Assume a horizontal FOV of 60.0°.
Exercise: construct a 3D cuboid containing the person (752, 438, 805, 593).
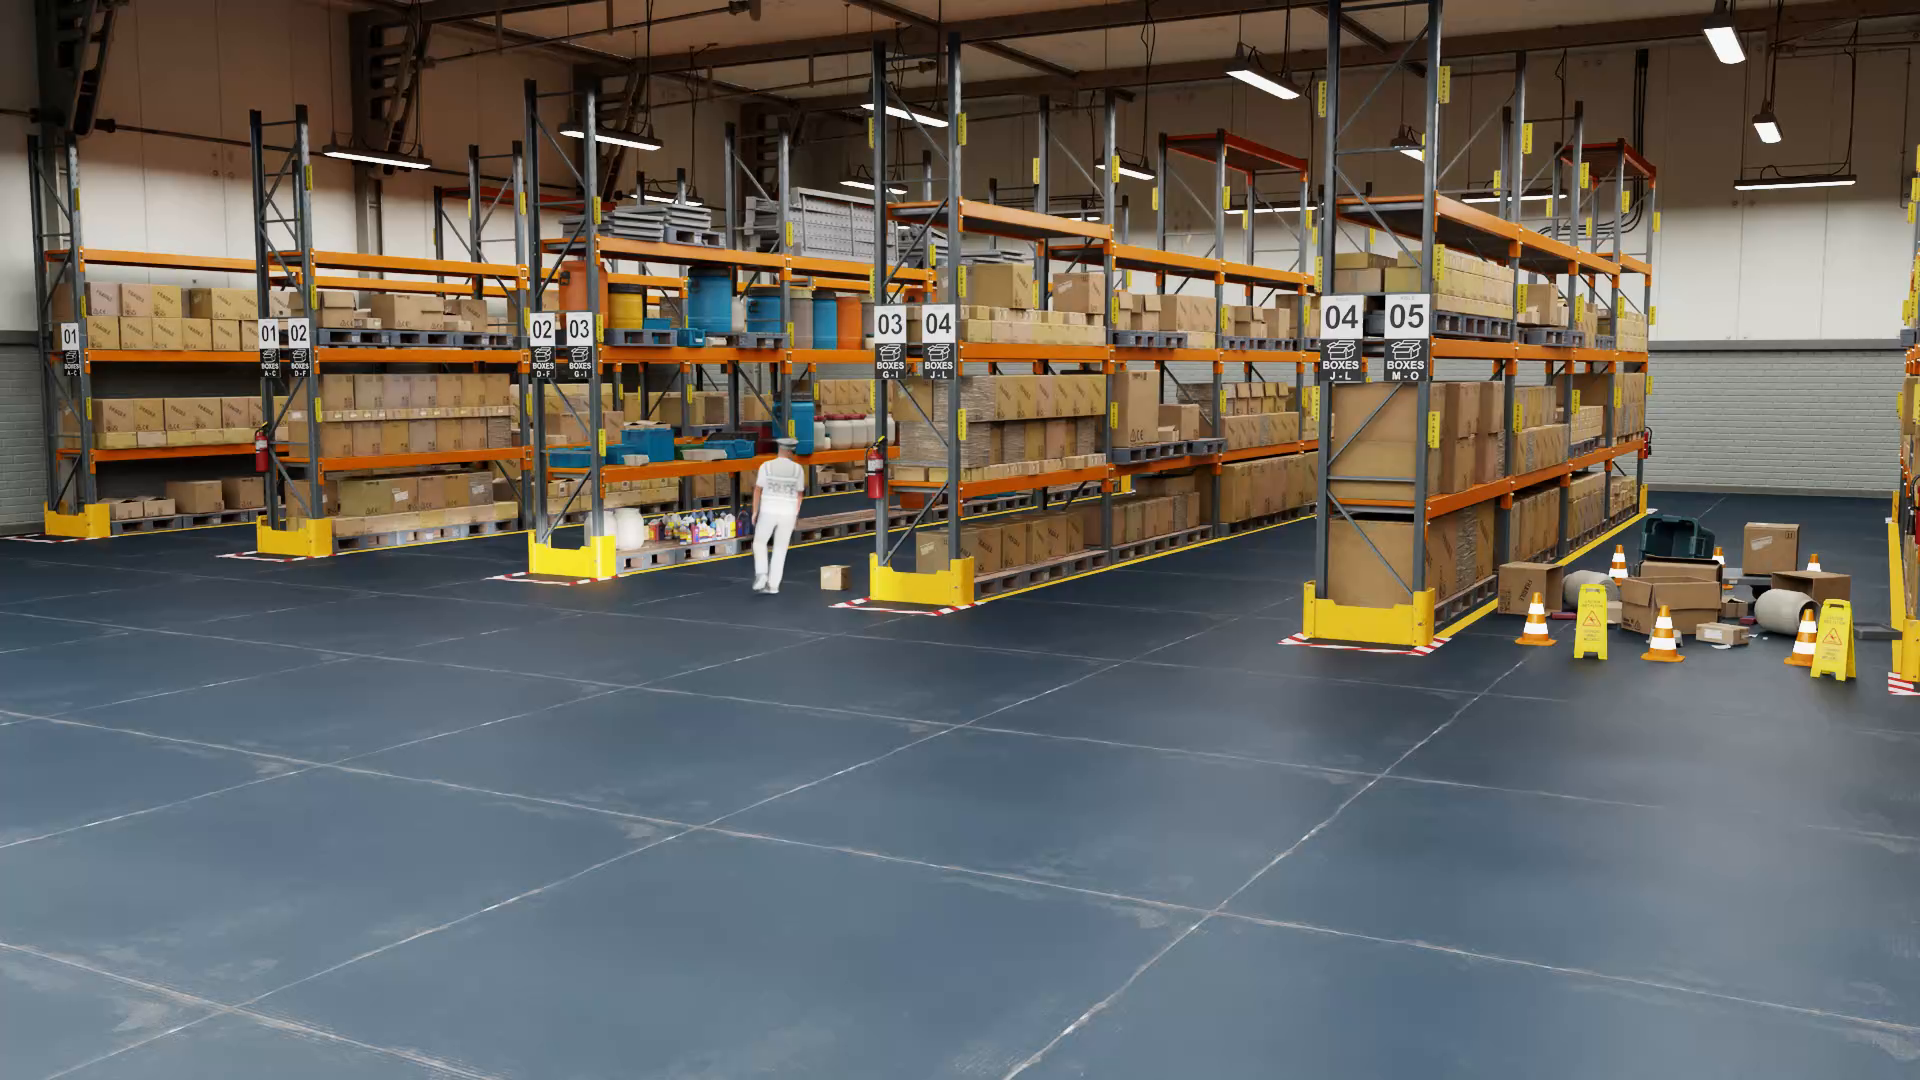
[{"bbox_3d":[-2.037,-0.271,18.664,0.597,1.740,0.450,-1,6,-9],"label":"person"}]
